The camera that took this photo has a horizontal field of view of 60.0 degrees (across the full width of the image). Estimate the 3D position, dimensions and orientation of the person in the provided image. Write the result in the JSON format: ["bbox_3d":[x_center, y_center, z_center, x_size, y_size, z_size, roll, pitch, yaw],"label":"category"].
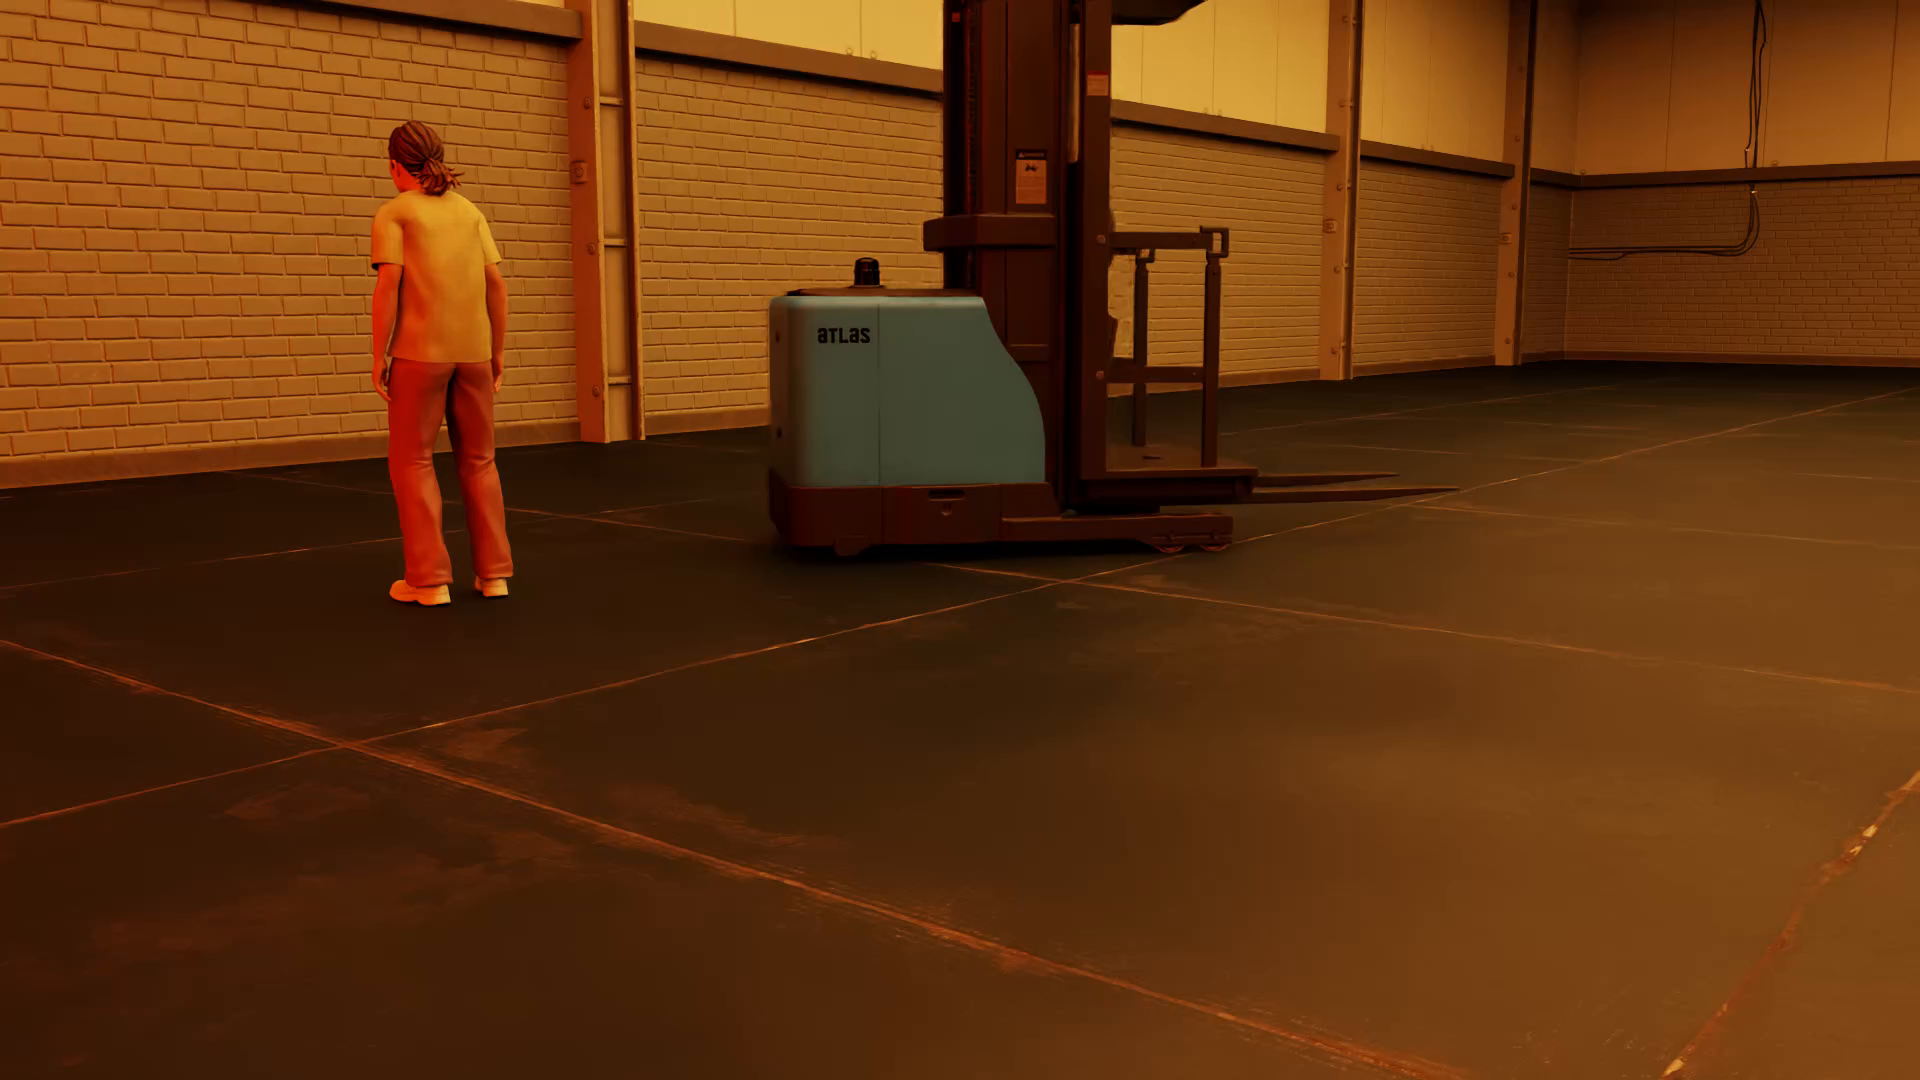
[{"bbox_3d":[-1.830,-0.615,5.836,0.512,1.671,0.359,-8,11,-42],"label":"person"}]

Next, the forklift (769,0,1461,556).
[{"bbox_3d":[0.697,-1.466,7.300,3.031,2.935,1.130,-2,8,-11],"label":"forklift"}]
